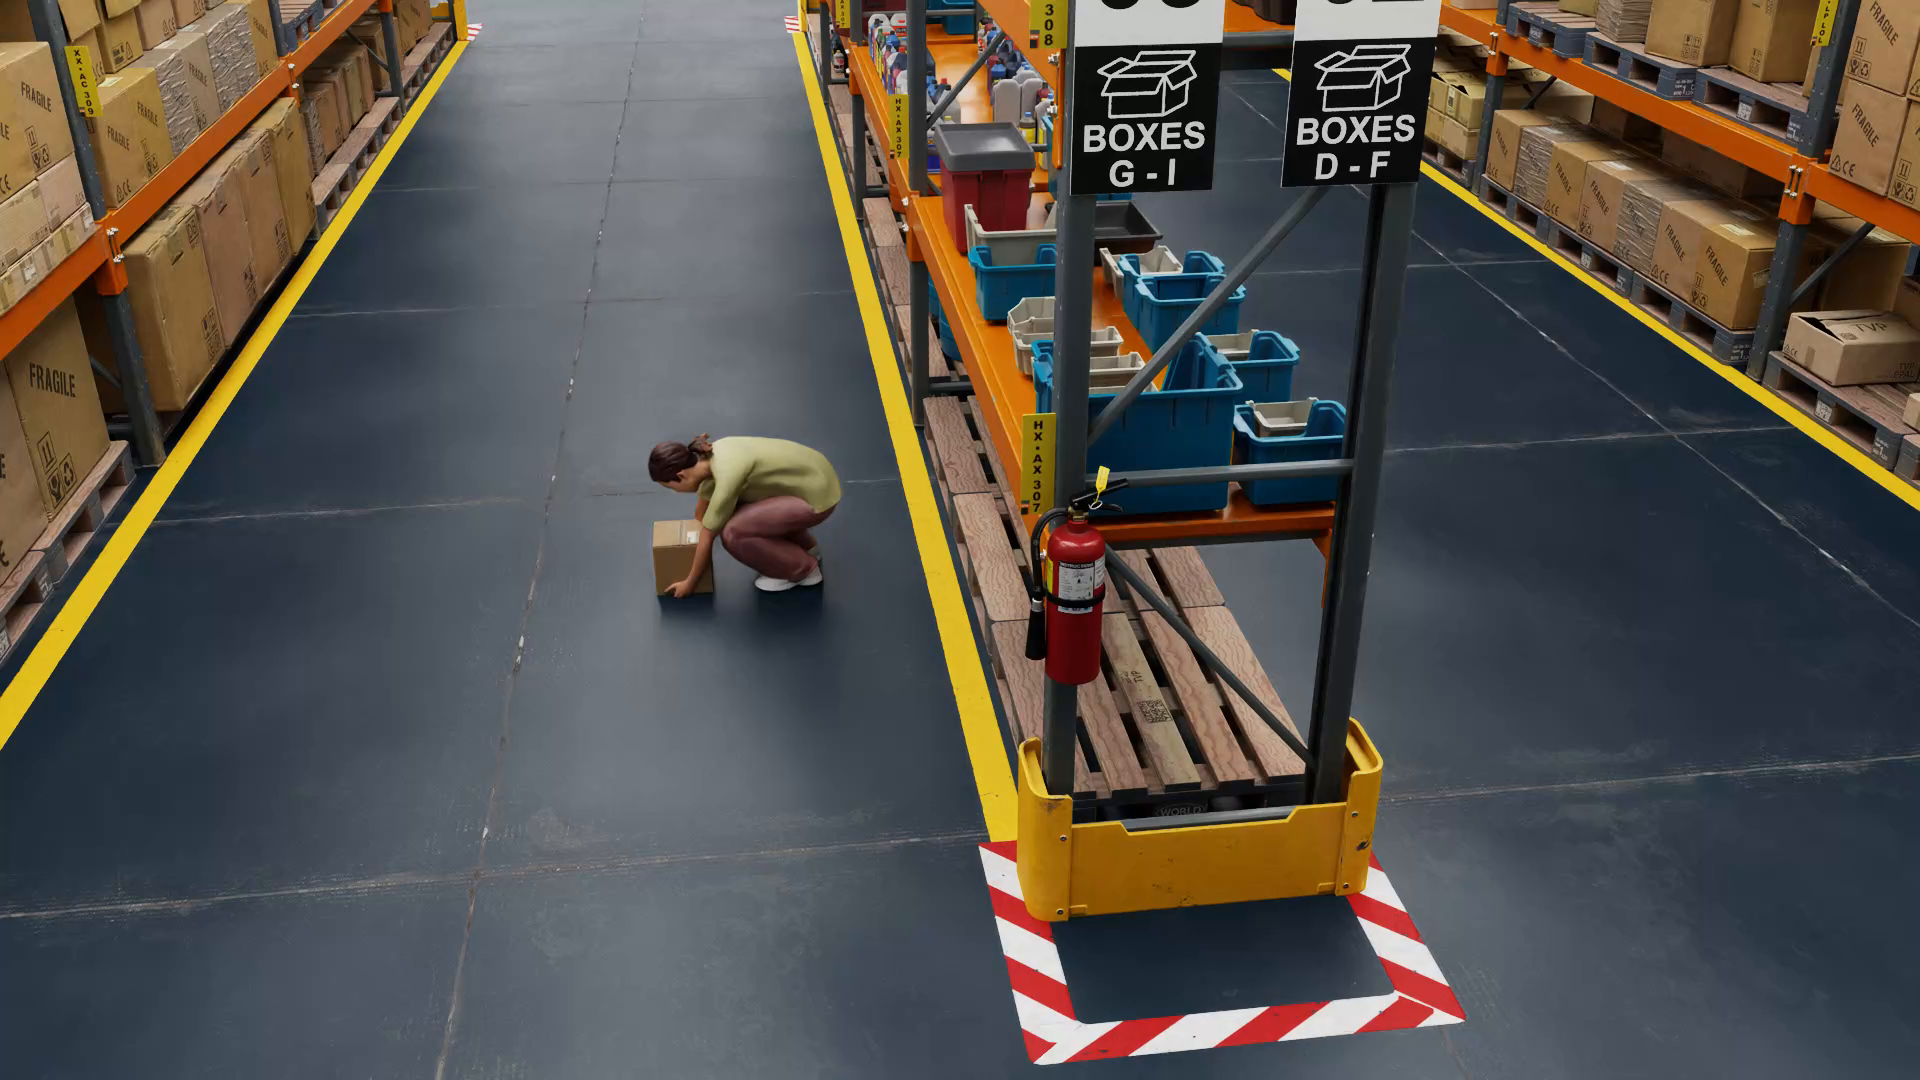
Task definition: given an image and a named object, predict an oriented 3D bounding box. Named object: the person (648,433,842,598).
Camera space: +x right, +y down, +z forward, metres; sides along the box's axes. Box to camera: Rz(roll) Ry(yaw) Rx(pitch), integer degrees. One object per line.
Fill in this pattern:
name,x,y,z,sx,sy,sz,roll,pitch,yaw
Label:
person,-0.951,-0.133,7.464,0.845,0.801,0.468,-4,28,-8
